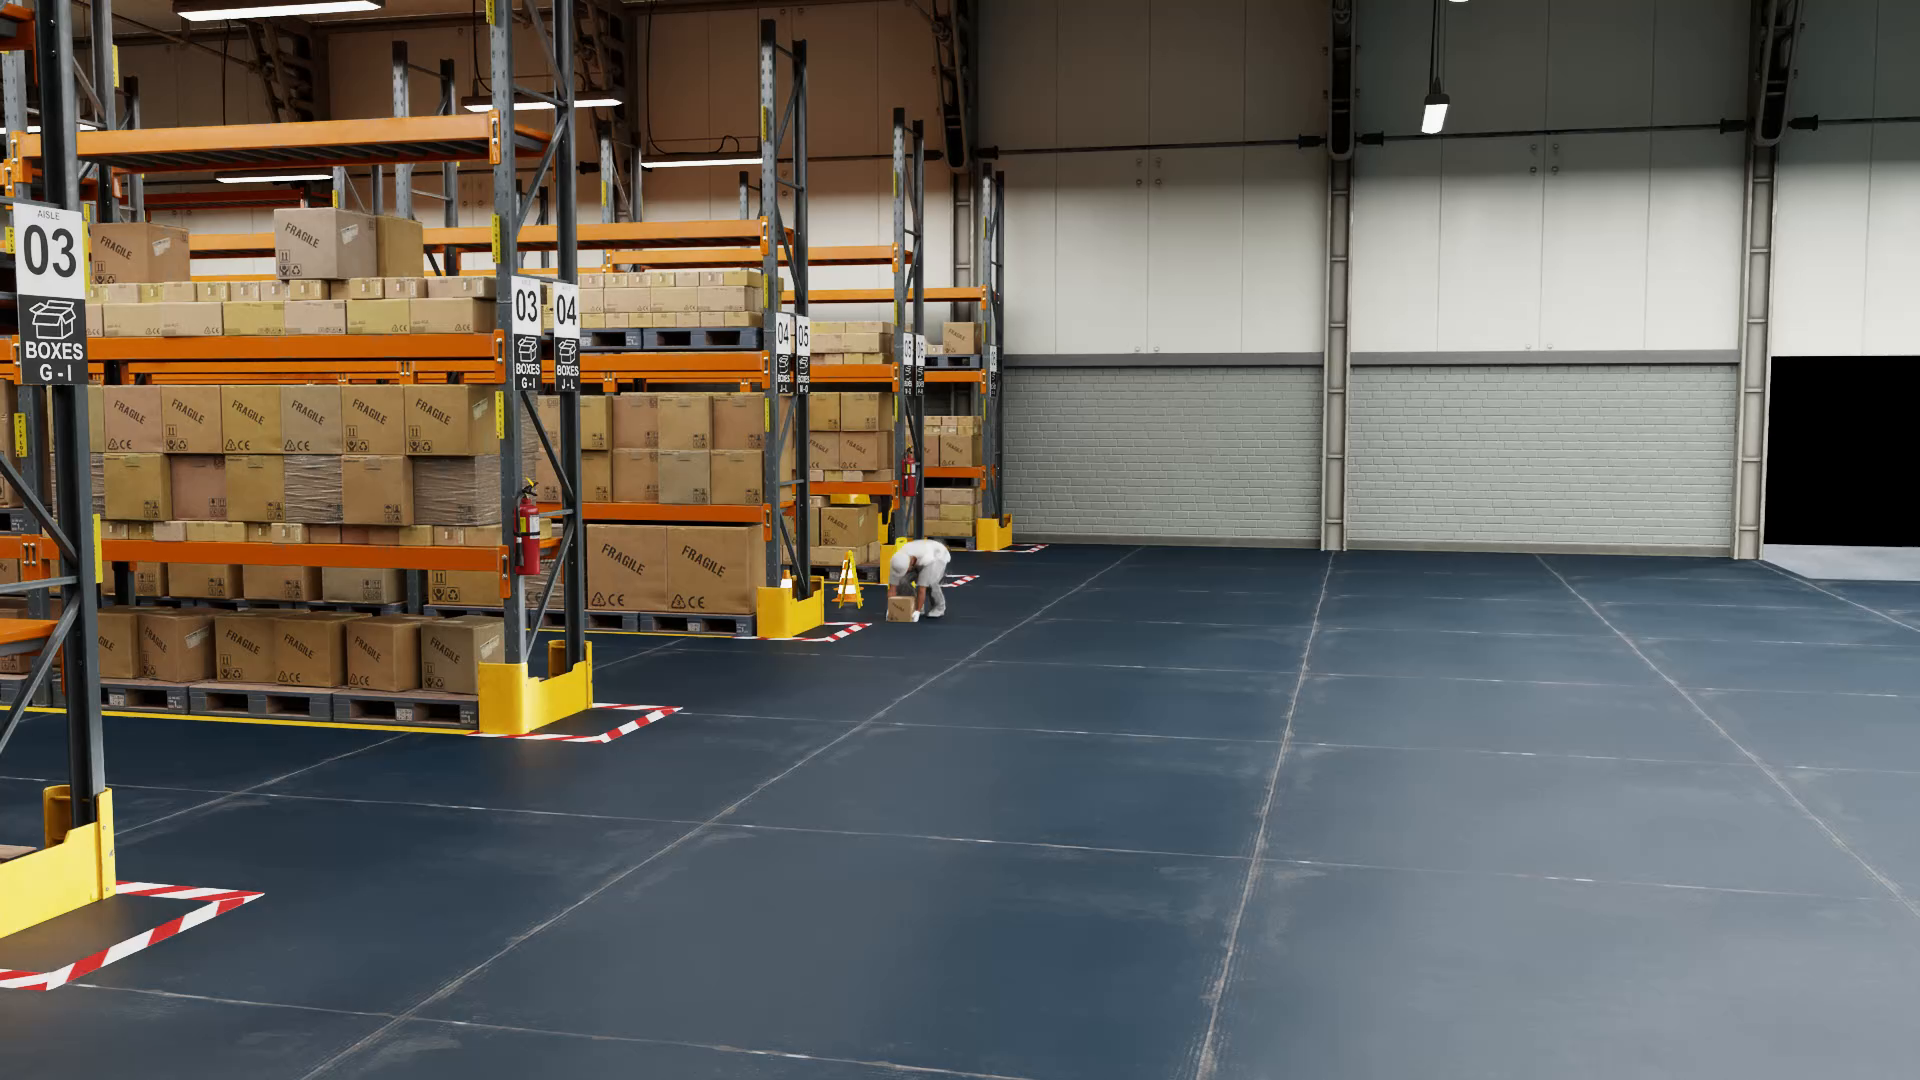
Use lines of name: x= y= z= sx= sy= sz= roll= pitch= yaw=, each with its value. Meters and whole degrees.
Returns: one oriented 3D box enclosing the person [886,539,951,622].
person: x=-0.458 y=0.436 z=17.938 sx=0.543 sy=0.859 sz=0.991 roll=3 pitch=6 yaw=30
